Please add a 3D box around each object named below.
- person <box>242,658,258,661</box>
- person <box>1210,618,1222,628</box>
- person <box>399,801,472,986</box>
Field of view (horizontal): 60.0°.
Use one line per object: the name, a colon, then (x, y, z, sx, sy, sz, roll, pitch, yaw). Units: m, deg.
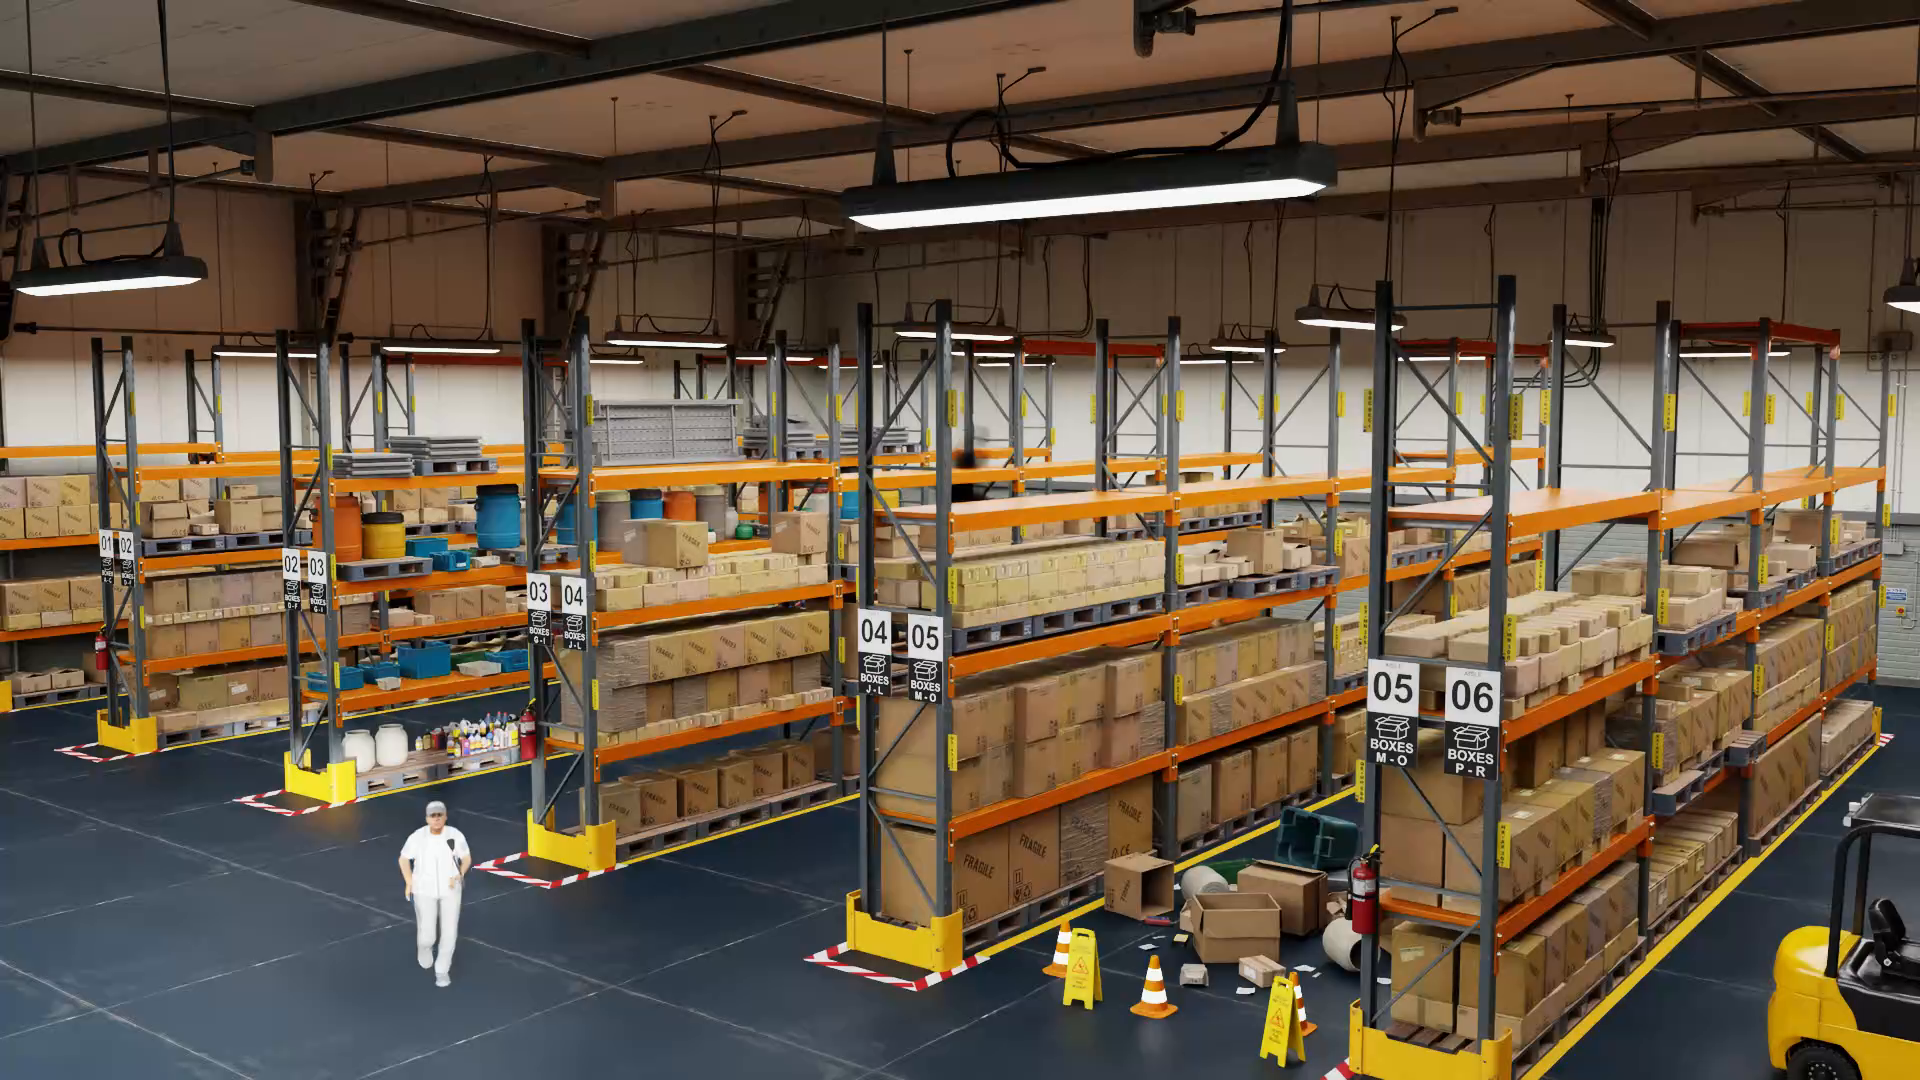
person: (-11.817, 1.873, 27.660, 0.635, 1.809, 0.681, 3, 6, 29)
person: (4.093, 2.021, 26.579, 0.540, 1.695, 0.706, 4, 7, 40)
person: (-4.585, 3.095, 14.585, 0.607, 1.624, 0.547, -2, 5, -22)
